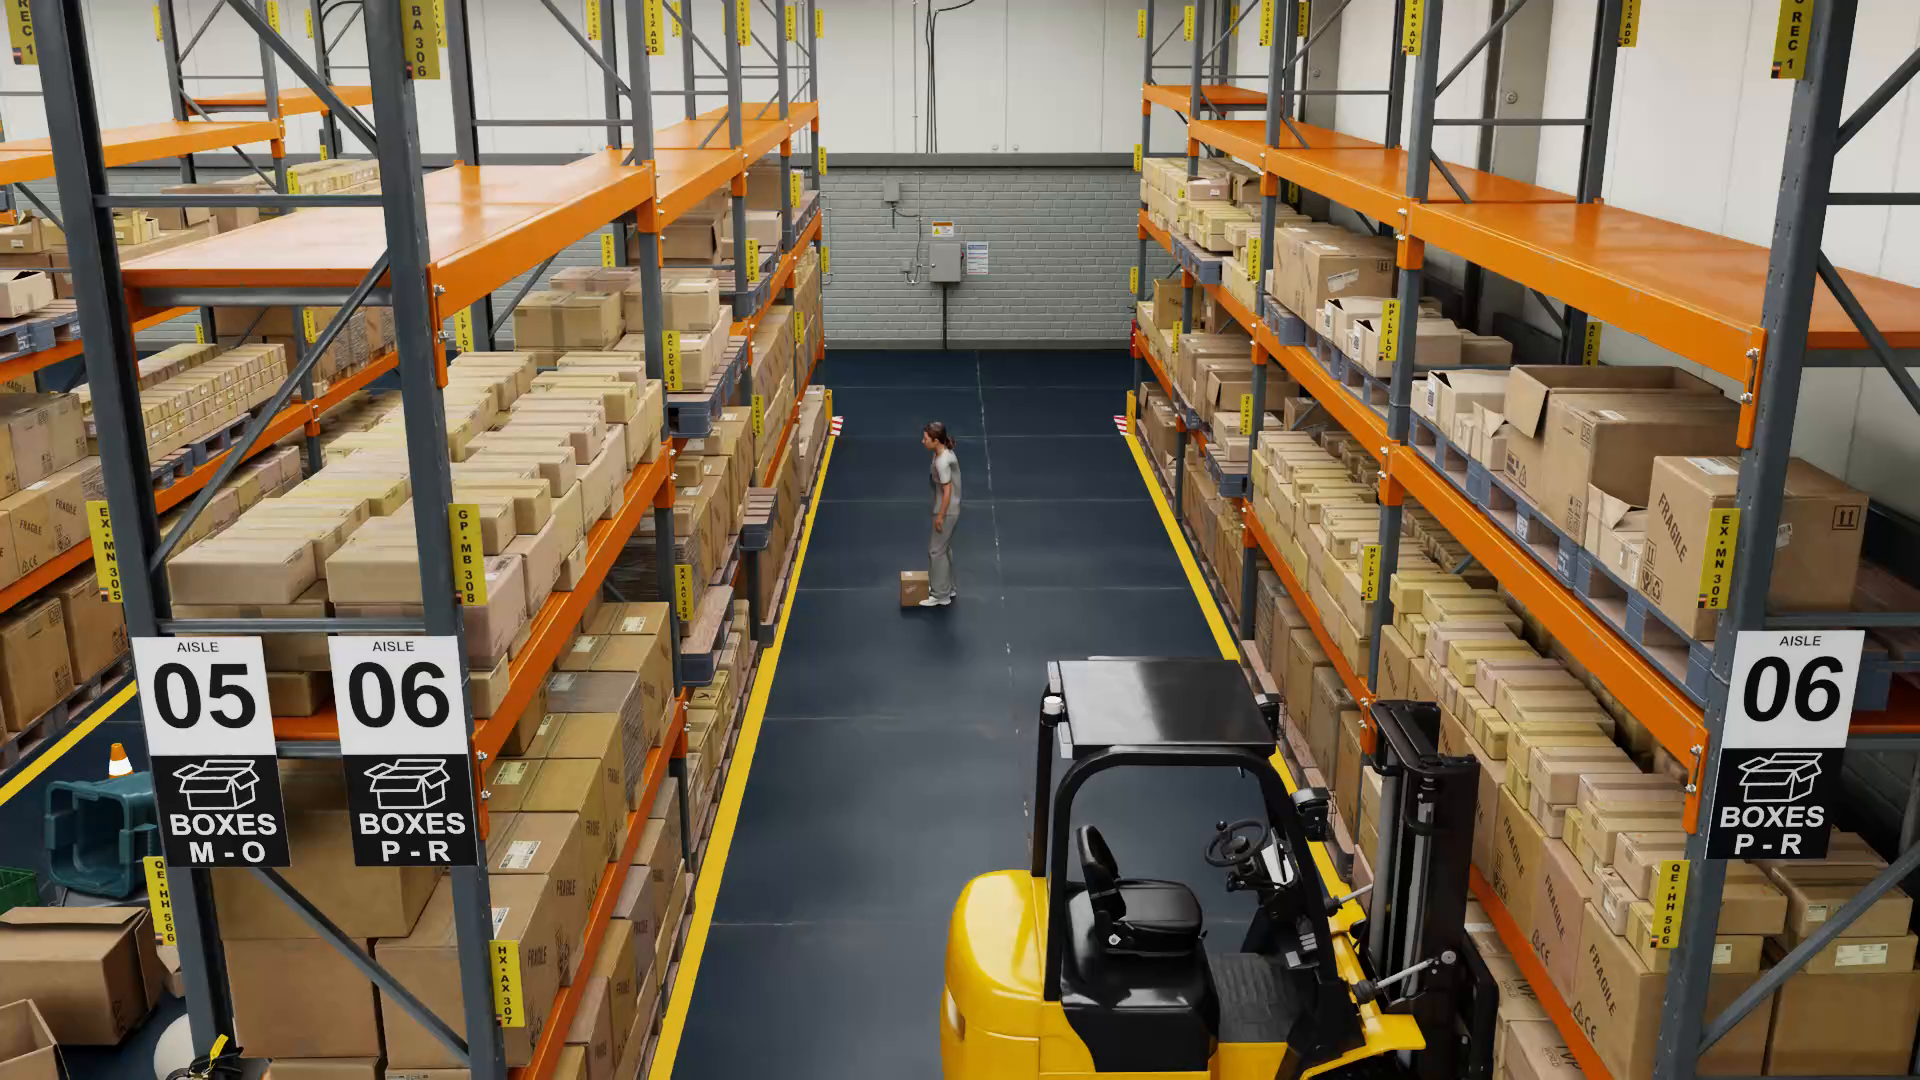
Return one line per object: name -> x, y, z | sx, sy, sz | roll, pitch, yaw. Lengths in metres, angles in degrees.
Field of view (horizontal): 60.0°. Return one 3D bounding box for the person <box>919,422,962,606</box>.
person -> -0.188, -0.244, 14.837 | 0.403, 1.672, 0.498 | -1, 17, -2
